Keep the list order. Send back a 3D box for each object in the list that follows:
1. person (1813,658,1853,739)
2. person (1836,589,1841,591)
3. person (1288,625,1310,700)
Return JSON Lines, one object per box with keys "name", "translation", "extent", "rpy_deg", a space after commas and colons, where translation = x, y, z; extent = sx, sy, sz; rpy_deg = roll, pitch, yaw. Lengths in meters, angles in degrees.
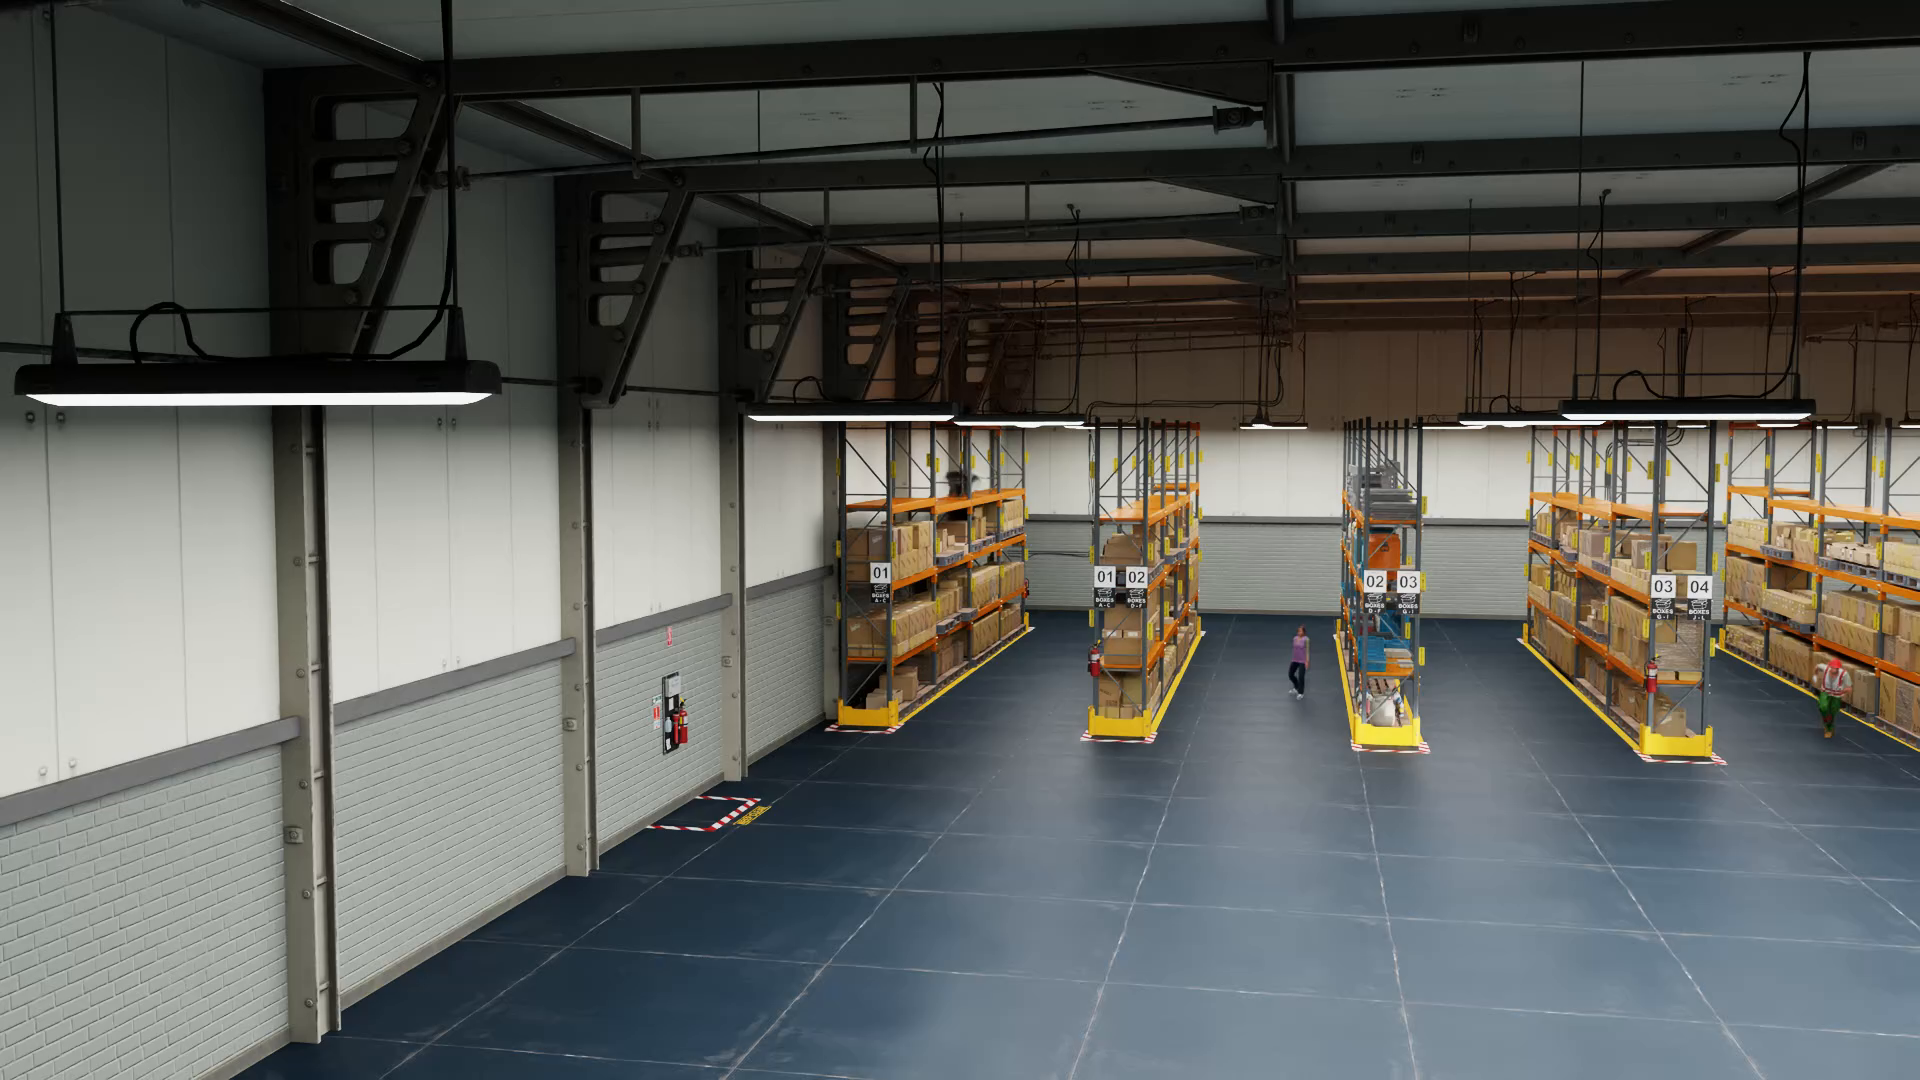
{"name": "person", "translation": [16.366, 2.940, 31.211], "extent": [0.665, 1.541, 1.174], "rpy_deg": [2, 4, 28]}
{"name": "person", "translation": [22.623, 2.114, 42.798], "extent": [0.619, 1.692, 0.848], "rpy_deg": [-1, 4, -14]}
{"name": "person", "translation": [7.289, 2.621, 35.667], "extent": [0.536, 1.611, 0.440], "rpy_deg": [3, 5, 43]}
